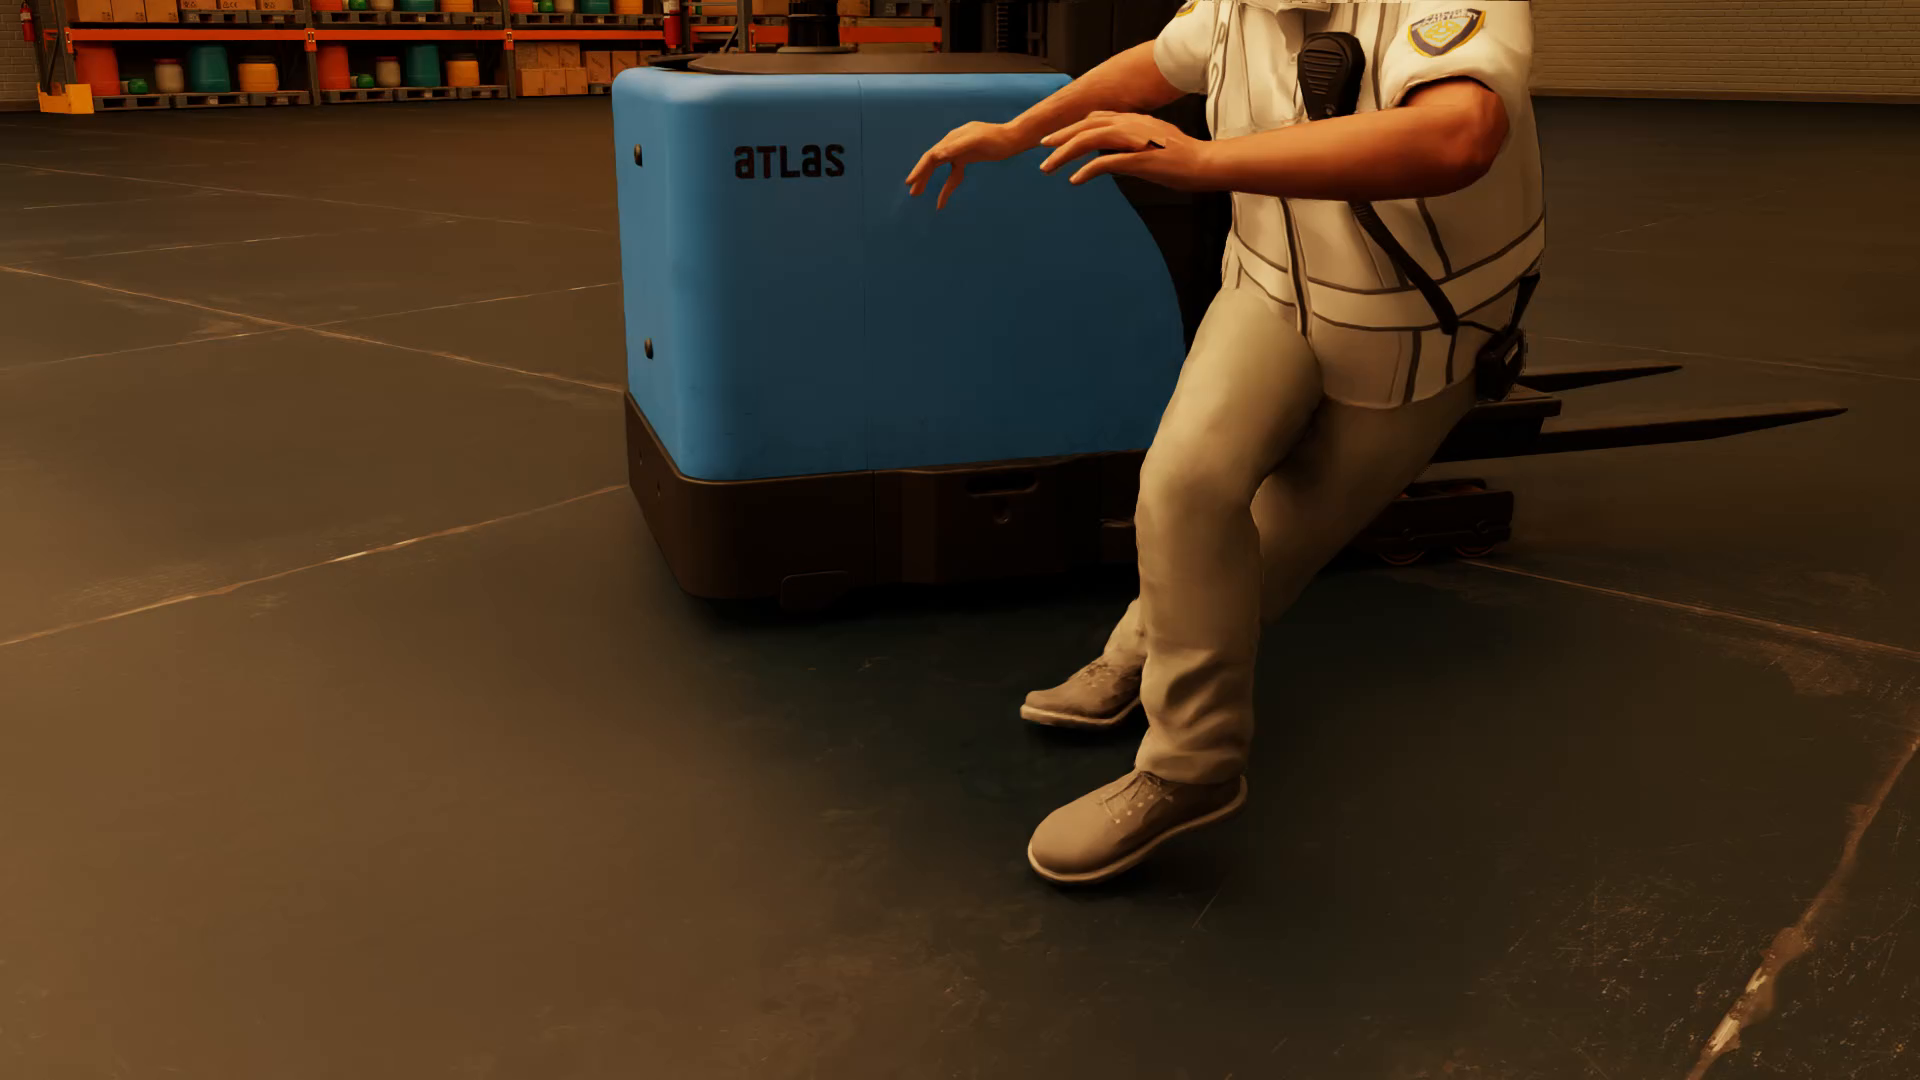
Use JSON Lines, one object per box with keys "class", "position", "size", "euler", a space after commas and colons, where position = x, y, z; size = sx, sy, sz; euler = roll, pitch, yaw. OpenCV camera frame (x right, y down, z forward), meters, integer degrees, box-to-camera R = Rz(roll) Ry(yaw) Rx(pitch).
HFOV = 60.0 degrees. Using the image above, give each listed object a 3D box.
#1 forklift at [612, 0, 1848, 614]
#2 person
{"class": "forklift", "position": [0.750, -1.485, 3.789], "size": [3.031, 2.935, 1.130], "euler": [-5, 18, -17]}
{"class": "person", "position": [0.293, -0.285, 2.257], "size": [0.997, 1.514, 0.972], "euler": [13, 21, 37]}
